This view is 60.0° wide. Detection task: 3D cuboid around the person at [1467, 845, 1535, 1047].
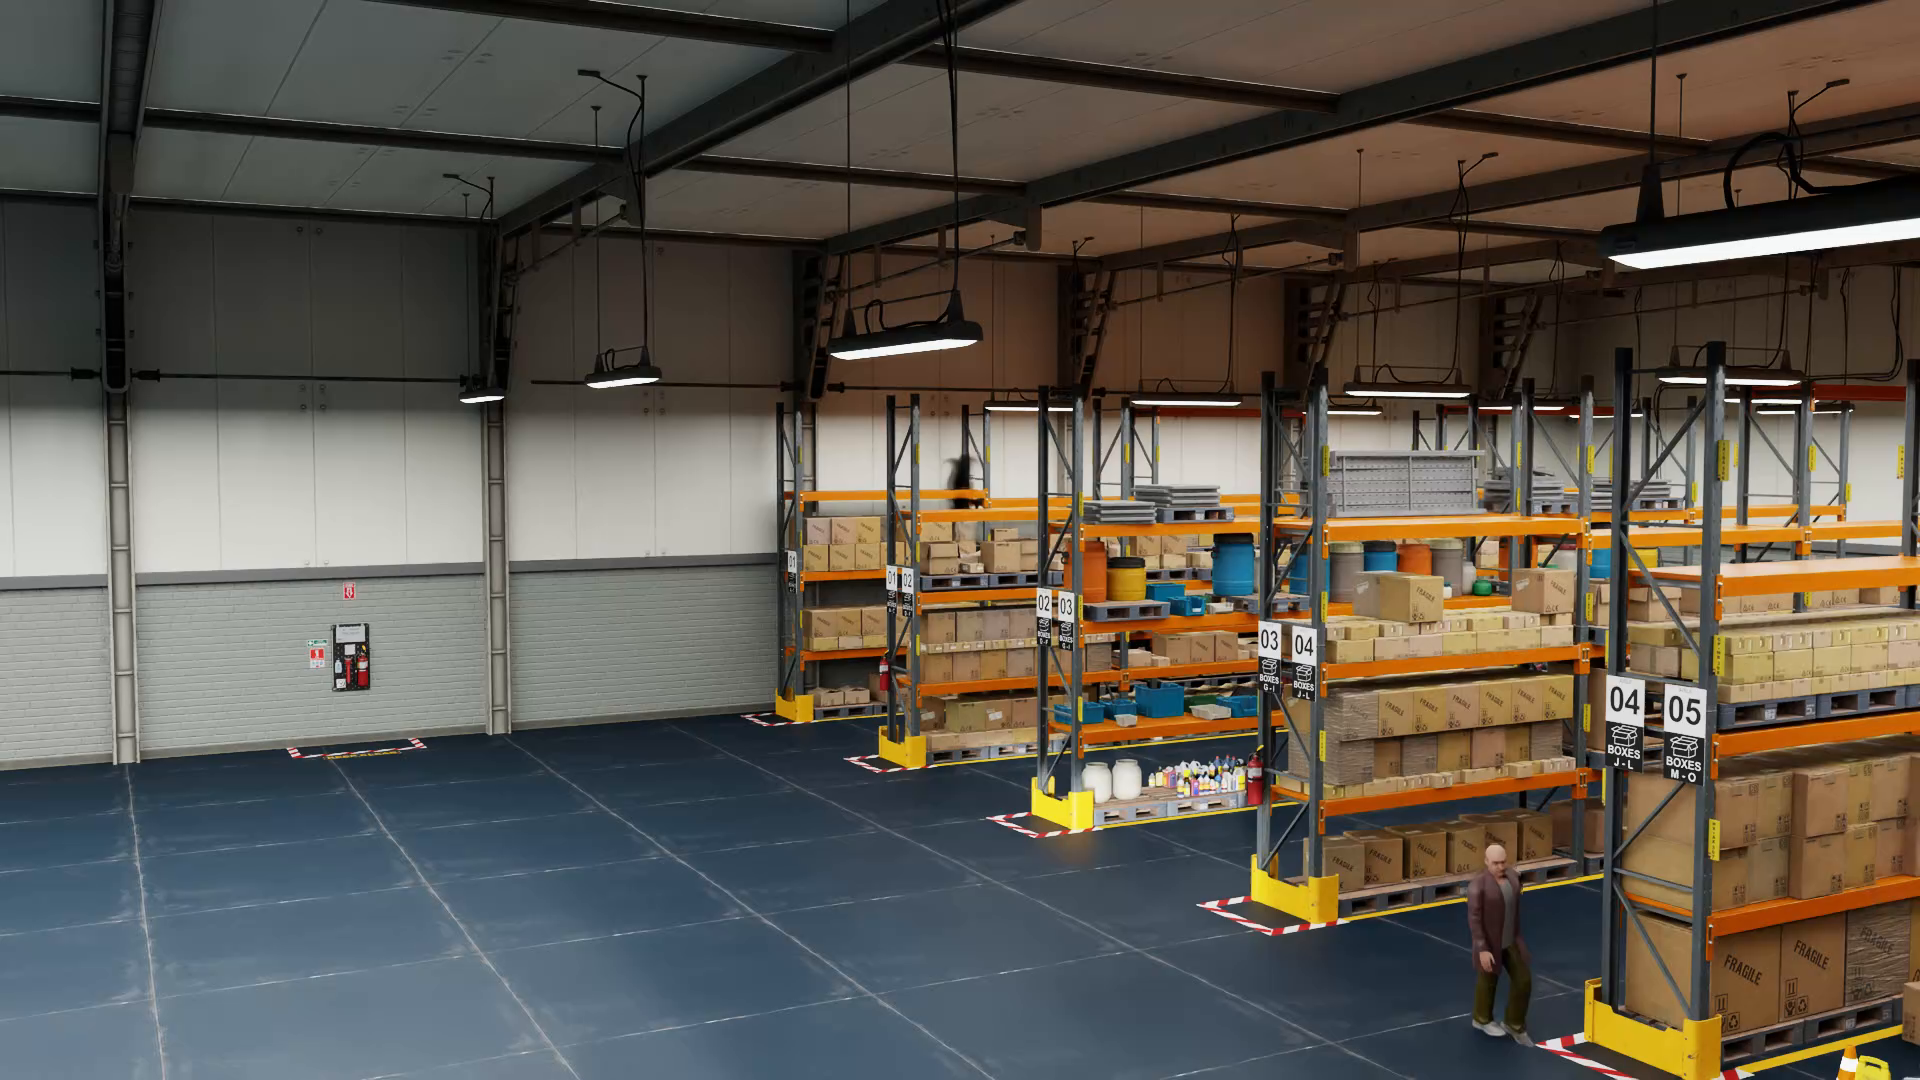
[{"bbox_3d":[4.617,3.504,14.408,0.635,1.831,0.607,-1,3,-16],"label":"person"}]
